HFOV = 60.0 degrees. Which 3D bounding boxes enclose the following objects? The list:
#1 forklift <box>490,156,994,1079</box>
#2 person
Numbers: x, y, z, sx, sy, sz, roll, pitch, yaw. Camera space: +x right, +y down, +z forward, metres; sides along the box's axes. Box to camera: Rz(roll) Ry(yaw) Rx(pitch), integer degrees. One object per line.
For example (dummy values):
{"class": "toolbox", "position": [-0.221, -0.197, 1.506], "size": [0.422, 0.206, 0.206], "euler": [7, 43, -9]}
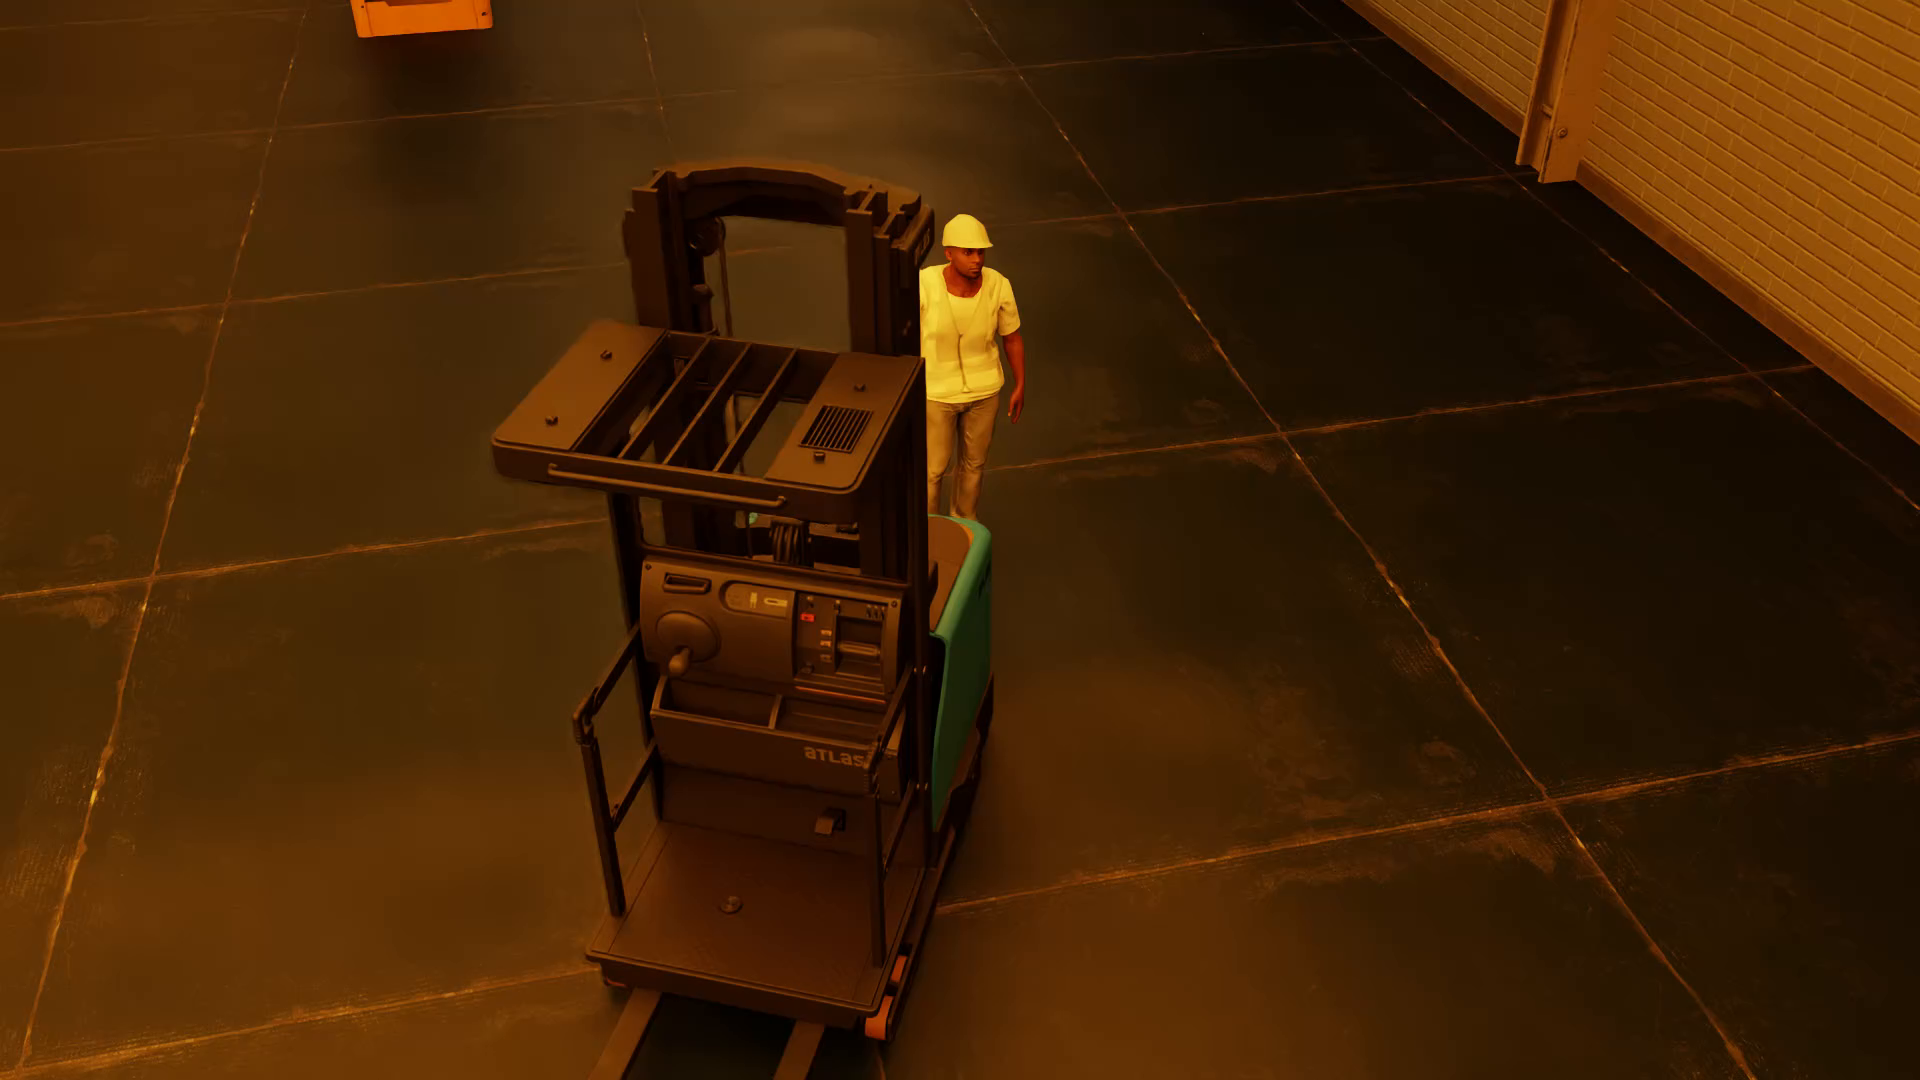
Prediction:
{"class": "forklift", "position": [-0.702, 0.374, 5.531], "size": [1.130, 2.935, 3.031], "euler": [8, 37, 11]}
{"class": "person", "position": [0.010, -0.683, 7.984], "size": [0.666, 1.765, 0.577], "euler": [-8, 36, -11]}
